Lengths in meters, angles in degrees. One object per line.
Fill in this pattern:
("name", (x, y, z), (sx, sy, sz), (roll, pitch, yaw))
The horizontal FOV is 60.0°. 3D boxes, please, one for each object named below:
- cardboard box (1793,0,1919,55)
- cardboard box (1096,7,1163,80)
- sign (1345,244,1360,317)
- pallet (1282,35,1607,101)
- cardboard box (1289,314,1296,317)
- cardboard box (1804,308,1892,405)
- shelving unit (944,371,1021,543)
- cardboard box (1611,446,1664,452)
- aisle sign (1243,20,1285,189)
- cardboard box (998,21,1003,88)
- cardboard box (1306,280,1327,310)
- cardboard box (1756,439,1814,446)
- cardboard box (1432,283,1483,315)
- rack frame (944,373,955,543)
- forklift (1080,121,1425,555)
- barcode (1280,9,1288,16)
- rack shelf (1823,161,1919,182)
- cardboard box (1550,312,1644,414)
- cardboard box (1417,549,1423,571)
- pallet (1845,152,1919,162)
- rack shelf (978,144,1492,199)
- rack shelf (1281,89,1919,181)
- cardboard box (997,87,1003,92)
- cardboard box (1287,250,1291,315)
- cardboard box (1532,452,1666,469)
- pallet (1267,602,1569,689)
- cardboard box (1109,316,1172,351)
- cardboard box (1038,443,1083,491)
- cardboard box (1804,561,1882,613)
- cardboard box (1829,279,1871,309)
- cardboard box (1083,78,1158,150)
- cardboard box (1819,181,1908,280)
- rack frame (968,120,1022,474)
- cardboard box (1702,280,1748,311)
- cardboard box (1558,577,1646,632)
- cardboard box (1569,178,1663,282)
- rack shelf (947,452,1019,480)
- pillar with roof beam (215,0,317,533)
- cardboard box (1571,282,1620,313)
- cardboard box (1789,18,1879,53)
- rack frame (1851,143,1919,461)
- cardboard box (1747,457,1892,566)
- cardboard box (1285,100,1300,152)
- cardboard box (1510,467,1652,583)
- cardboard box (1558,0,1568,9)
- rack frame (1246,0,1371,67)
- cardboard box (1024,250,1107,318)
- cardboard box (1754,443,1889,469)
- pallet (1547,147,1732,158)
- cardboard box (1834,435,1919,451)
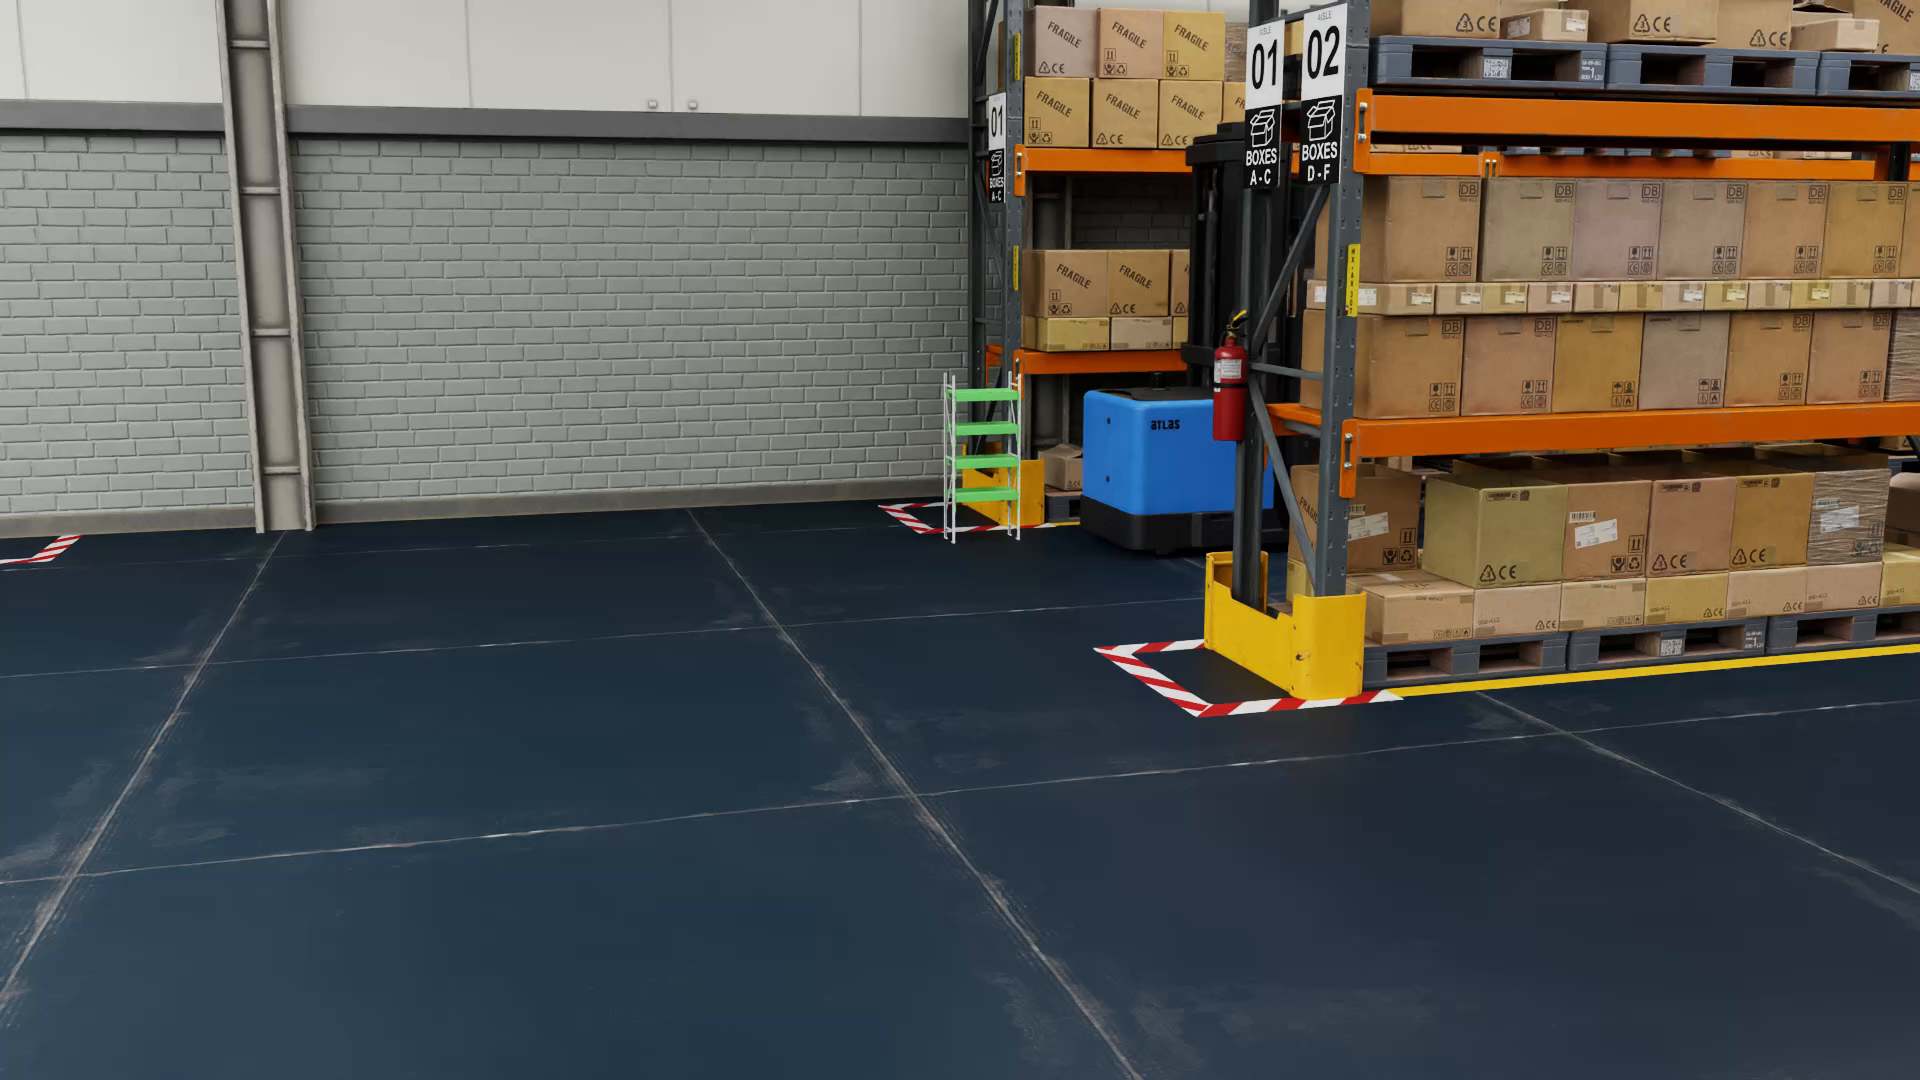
("cardboard box", (4.931, -2.843, 9.098), (0.500, 0.500, 0.500), (-2, 11, -11))
("cardboard box", (1.193, -3.701, 12.490), (0.500, 0.500, 0.500), (-3, 11, -17))
("sign", (1.797, -1.189, 7.608), (0.005, 0.325, 0.100), (-3, 11, -16))
("pallet", (2.334, -2.284, 8.126), (1.213, 0.211, 1.003), (-3, 11, -16))
("cardboard box", (2.771, -1.692, 13.309), (0.500, 0.250, 0.500), (-3, 11, -16))
("cardboard box", (4.560, -1.021, 9.031), (0.500, 0.500, 0.700), (-3, 11, -17))
("shelving unit", (0.159, -0.598, 11.983), (0.503, 1.200, 0.258), (-3, 11, -16))
("cardboard box", (5.786, -0.965, 14.692), (0.500, 0.500, 0.700), (-3, 11, -15))
("aisle sign", (1.503, -2.147, 8.244), (0.004, 0.787, 0.394), (-3, 11, -16))
("cardboard box", (0.601, -3.775, 12.889), (0.500, 0.500, 0.500), (-3, 11, -13))
("cardboard box", (1.962, -1.241, 8.437), (0.250, 0.149, 0.380), (-3, 11, -17))
("cardboard box", (7.264, -1.028, 15.035), (0.500, 0.500, 0.700), (-3, 11, -15))
("cardboard box", (2.338, -1.185, 8.132), (0.250, 0.149, 0.380), (-3, 11, -17))
("rack frame", (-0.075, -0.586, 11.916), (0.015, 1.200, 0.240), (-3, 11, -16))
("forklift", (2.452, -1.469, 11.932), (3.031, 2.935, 1.130), (-3, 11, -17))
("barcode", (2.646, -4.298, 13.576), (0.075, 0.075, 0.001), (-3, 11, -16))
("rack shelf", (9.861, -3.309, 15.439), (4.000, 0.370, 1.077), (-3, 11, -16))
("cardboard box", (3.081, -0.943, 8.607), (0.500, 0.500, 0.700), (-3, 11, -16))
("cardboard box", (2.557, 0.219, 9.006), (0.500, 0.250, 0.500), (-3, 11, -16))
("pallet", (8.544, -3.511, 15.068), (1.003, 0.211, 1.213), (-2, 11, -13))
("rack shelf", (2.180, -2.904, 13.240), (4.000, 0.370, 1.077), (-3, 11, -16))
("rack shelf", (3.568, -2.043, 8.563), (4.000, 0.370, 1.077), (-3, 11, -16))
("cardboard box", (0.590, -3.281, 12.968), (0.500, 0.500, 0.500), (-2, 11, -12))
("cardboard box", (2.270, -2.035, 13.103), (0.500, 0.500, 0.500), (-3, 11, -14))
("cardboard box", (3.516, -0.201, 9.216), (0.500, 0.500, 0.500), (-3, 11, -16))
("pallet", (2.371, 0.505, 8.722), (1.213, 0.211, 1.003), (-3, 11, -16))
("cardboard box", (1.312, -1.616, 12.899), (0.500, 0.250, 0.500), (-3, 11, -18))
("cardboard box", (0.949, -0.595, 13.205), (0.500, 0.311, 0.500), (-4, 11, -22))
("cardboard box", (4.622, 0.208, 9.068), (0.500, 0.250, 0.500), (-3, 11, -16))
("cardboard box", (4.547, -1.301, 8.761), (0.250, 0.149, 0.380), (-3, 11, -16))
("cardboard box", (1.176, -3.210, 12.584), (0.500, 0.500, 0.500), (-2, 11, -12))
("cardboard box", (4.579, -1.661, 8.925), (0.500, 0.500, 0.700), (-3, 11, -16))
("rack frame", (0.260, -1.682, 12.896), (0.127, 3.000, 1.000), (-3, 11, -16))
("cardboard box", (3.814, -1.262, 8.551), (0.250, 0.149, 0.380), (-3, 11, -14))
("cardboard box", (3.184, 0.285, 8.646), (0.500, 0.250, 0.500), (-3, 11, -16))
("cardboard box", (3.138, -1.585, 8.513), (0.500, 0.500, 0.700), (-3, 11, -16))
("rack shelf", (0.159, -0.536, 11.995), (0.480, 0.148, 0.258), (-3, 11, -16))
("pillar with roof beam", (-3.867, -3.766, 7.648), (0.400, 9.000, 9.100), (-3, 11, -16))
("cardboard box", (3.076, -1.224, 8.342), (0.250, 0.149, 0.380), (-3, 11, -18))
("cardboard box", (4.407, -2.542, 8.430), (0.250, 0.149, 0.380), (-3, 11, -16))
("rack frame", (5.489, -1.023, 9.319), (0.127, 3.000, 1.000), (-3, 11, -16))
("cardboard box", (4.621, -0.161, 9.002), (0.500, 0.500, 0.500), (-3, 11, -16))
("cardboard box", (2.674, -3.292, 13.026), (0.500, 0.500, 0.500), (-3, 11, -18))
("cardboard box", (3.181, -0.085, 8.589), (0.500, 0.500, 0.500), (-3, 11, -16))
("cardboard box", (3.214, -2.660, 8.624), (0.500, 0.311, 0.500), (-2, 11, -9))
("rack frame", (1.648, -3.771, 7.677), (0.127, 3.000, 1.000), (-3, 11, -16))
("cardboard box", (0.802, -1.958, 12.688), (0.500, 0.500, 0.500), (-3, 11, -16))
("cardboard box", (4.956, -0.277, 9.630), (0.500, 0.500, 0.500), (-3, 11, -16))
("pallet", (5.718, -3.333, 14.098), (1.003, 0.211, 1.213), (-3, 11, -16))
("cardboard box", (8.684, -1.250, 15.330), (0.750, 0.750, 0.750), (-3, 11, -17))
